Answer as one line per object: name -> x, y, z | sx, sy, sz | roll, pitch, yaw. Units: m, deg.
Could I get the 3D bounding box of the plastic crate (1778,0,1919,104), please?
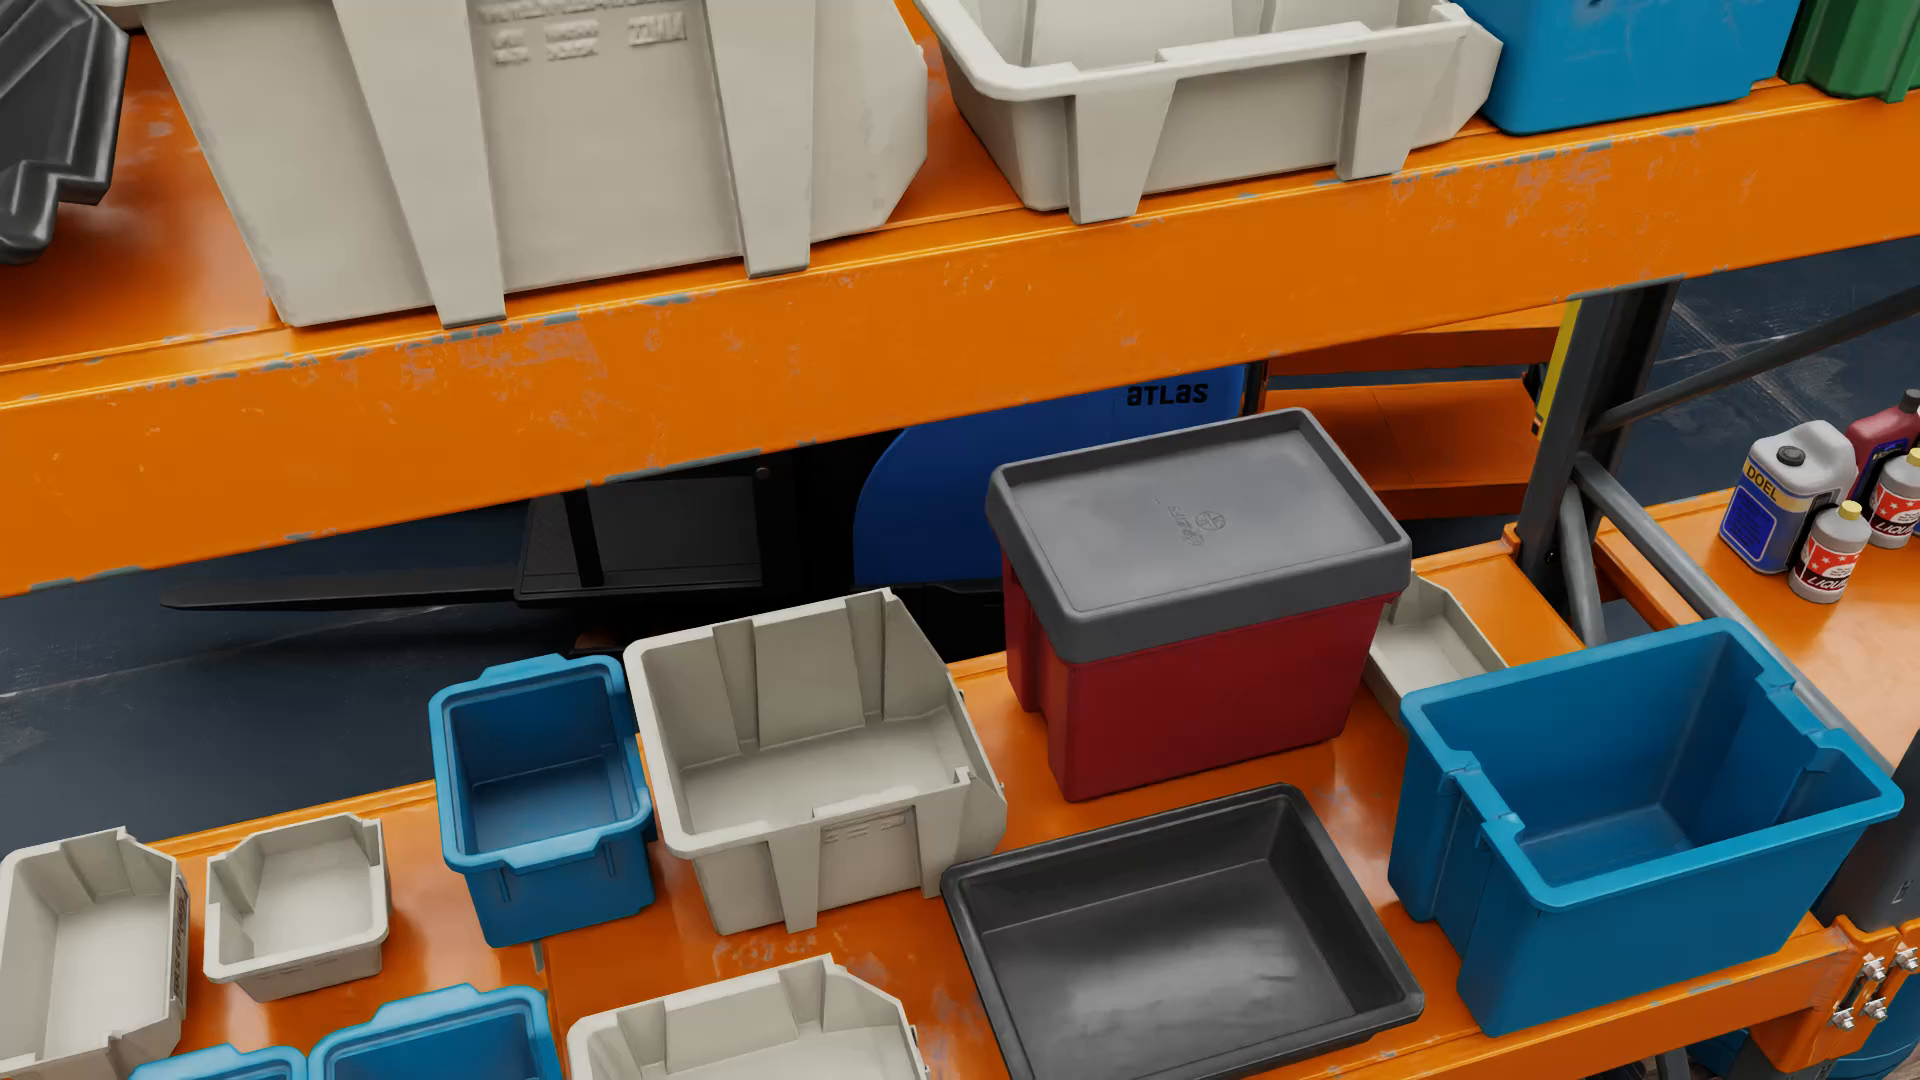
plastic crate -> 0.983, -0.631, 1.573 | 0.662, 0.188, 0.450 | -12, 42, -13

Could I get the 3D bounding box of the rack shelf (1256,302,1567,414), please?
rack shelf -> 1.284, -0.627, 4.667 | 1.000, 0.278, 0.538 | -3, 41, -4

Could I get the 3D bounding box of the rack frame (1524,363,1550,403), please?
rack frame -> 1.790, -0.433, 4.891 | 0.032, 1.125, 0.500 | -3, 41, -4

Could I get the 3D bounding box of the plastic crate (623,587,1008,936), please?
plastic crate -> -0.216, 0.354, 2.610 | 0.530, 0.282, 0.437 | -12, 42, -13

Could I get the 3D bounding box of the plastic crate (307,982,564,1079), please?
plastic crate -> -0.643, 0.815, 2.119 | 0.300, 0.233, 0.416 | -12, 42, -13

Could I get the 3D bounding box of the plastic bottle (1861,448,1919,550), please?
plastic bottle -> 1.823, -0.089, 3.223 | 0.097, 0.201, 0.097 | 0, 41, 0

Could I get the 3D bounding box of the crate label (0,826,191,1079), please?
crate label -> -1.257, 0.619, 2.416 | 0.243, 0.136, 0.396 | -12, 42, -13

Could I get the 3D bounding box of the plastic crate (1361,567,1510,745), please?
plastic crate -> 0.809, 0.225, 2.868 | 0.243, 0.136, 0.396 | -12, 42, -13

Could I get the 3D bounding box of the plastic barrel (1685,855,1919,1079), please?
plastic barrel -> 1.820, 0.681, 3.467 | 0.708, 0.901, 0.600 | -12, 42, -13

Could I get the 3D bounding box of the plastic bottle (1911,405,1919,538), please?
plastic bottle -> 1.923, -0.161, 3.248 | 0.135, 0.276, 0.152 | -12, 42, -13

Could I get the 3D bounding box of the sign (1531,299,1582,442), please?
sign -> 1.132, -0.304, 3.108 | 0.005, 0.325, 0.100 | -12, 42, -13

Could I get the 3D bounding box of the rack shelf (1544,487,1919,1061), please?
rack shelf -> 3.203, 0.021, 3.493 | 4.000, 0.370, 1.077 | -12, 42, -13

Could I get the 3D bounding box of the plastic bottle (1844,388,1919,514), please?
plastic bottle -> 1.782, -0.166, 3.248 | 0.133, 0.283, 0.061 | -12, 42, -13

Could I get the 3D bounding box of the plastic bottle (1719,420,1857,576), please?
plastic bottle -> 1.575, -0.088, 3.166 | 0.135, 0.276, 0.152 | -12, 42, -13

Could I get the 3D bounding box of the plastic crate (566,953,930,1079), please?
plastic crate -> -0.275, 0.755, 2.261 | 0.466, 0.136, 0.293 | -12, 42, -13

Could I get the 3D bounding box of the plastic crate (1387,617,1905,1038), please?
plastic crate -> 0.953, 0.435, 2.438 | 0.575, 0.384, 0.392 | -12, 42, -13

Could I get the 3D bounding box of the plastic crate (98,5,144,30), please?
plastic crate -> -0.623, -0.658, 1.644 | 0.530, 0.136, 0.437 | -12, 42, -13

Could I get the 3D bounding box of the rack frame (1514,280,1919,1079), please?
rack frame -> 1.296, 0.146, 2.803 | 0.127, 3.000, 1.000 | -12, 42, -13

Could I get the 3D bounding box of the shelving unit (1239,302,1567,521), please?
shelving unit -> 1.284, -0.406, 4.860 | 1.048, 1.125, 0.538 | -3, 41, -4

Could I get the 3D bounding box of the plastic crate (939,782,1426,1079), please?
plastic crate -> 0.309, 0.616, 2.428 | 0.590, 0.125, 0.437 | -12, 42, -13

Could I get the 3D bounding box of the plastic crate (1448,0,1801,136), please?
plastic crate -> 0.523, -0.541, 1.436 | 0.300, 0.233, 0.416 | -12, 42, -13

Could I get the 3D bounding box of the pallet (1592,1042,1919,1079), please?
pallet -> 2.044, 1.069, 3.866 | 1.213, 0.211, 1.003 | -12, 42, -13

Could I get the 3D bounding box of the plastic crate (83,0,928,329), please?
plastic crate -> -0.313, -0.393, 1.230 | 0.530, 0.282, 0.437 | -12, 42, -13

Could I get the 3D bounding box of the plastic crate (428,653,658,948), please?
plastic crate -> -0.638, 0.410, 2.583 | 0.300, 0.233, 0.416 | -12, 42, -13

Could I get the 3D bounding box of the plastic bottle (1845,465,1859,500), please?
plastic bottle -> 1.677, -0.100, 3.236 | 0.097, 0.201, 0.097 | 0, 41, 0

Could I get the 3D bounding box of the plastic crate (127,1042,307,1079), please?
plastic crate -> -0.929, 0.874, 2.051 | 0.300, 0.233, 0.416 | -12, 42, -13

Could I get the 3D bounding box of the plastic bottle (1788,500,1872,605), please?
plastic bottle -> 1.630, 0.014, 3.105 | 0.097, 0.201, 0.097 | 0, 41, 0

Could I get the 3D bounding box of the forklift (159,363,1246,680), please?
forklift -> -0.785, -1.053, 4.228 | 3.031, 2.935, 1.130 | -3, 41, -4

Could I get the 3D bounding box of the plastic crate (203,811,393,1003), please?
plastic crate -> -0.980, 0.549, 2.496 | 0.250, 0.136, 0.298 | -12, 42, -13

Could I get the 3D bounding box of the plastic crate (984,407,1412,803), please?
plastic crate -> 0.369, 0.118, 2.741 | 0.583, 0.464, 0.402 | -12, 42, -13

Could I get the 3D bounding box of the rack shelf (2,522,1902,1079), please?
rack shelf -> -0.612, 0.812, 2.588 | 4.000, 0.370, 1.077 | -12, 42, -13

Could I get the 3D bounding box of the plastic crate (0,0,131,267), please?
plastic crate -> -0.980, -0.300, 1.080 | 0.767, 0.338, 0.504 | -12, 42, -13

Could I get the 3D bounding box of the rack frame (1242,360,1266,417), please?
rack frame -> 0.777, -0.379, 4.829 | 0.032, 1.125, 0.500 | -3, 41, -4

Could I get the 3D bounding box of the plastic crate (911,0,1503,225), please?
plastic crate -> 0.197, -0.395, 1.342 | 0.466, 0.136, 0.293 | -12, 42, -13

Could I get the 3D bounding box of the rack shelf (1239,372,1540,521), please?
rack shelf -> 1.284, -0.222, 5.021 | 1.000, 0.278, 0.538 | -3, 41, -4
